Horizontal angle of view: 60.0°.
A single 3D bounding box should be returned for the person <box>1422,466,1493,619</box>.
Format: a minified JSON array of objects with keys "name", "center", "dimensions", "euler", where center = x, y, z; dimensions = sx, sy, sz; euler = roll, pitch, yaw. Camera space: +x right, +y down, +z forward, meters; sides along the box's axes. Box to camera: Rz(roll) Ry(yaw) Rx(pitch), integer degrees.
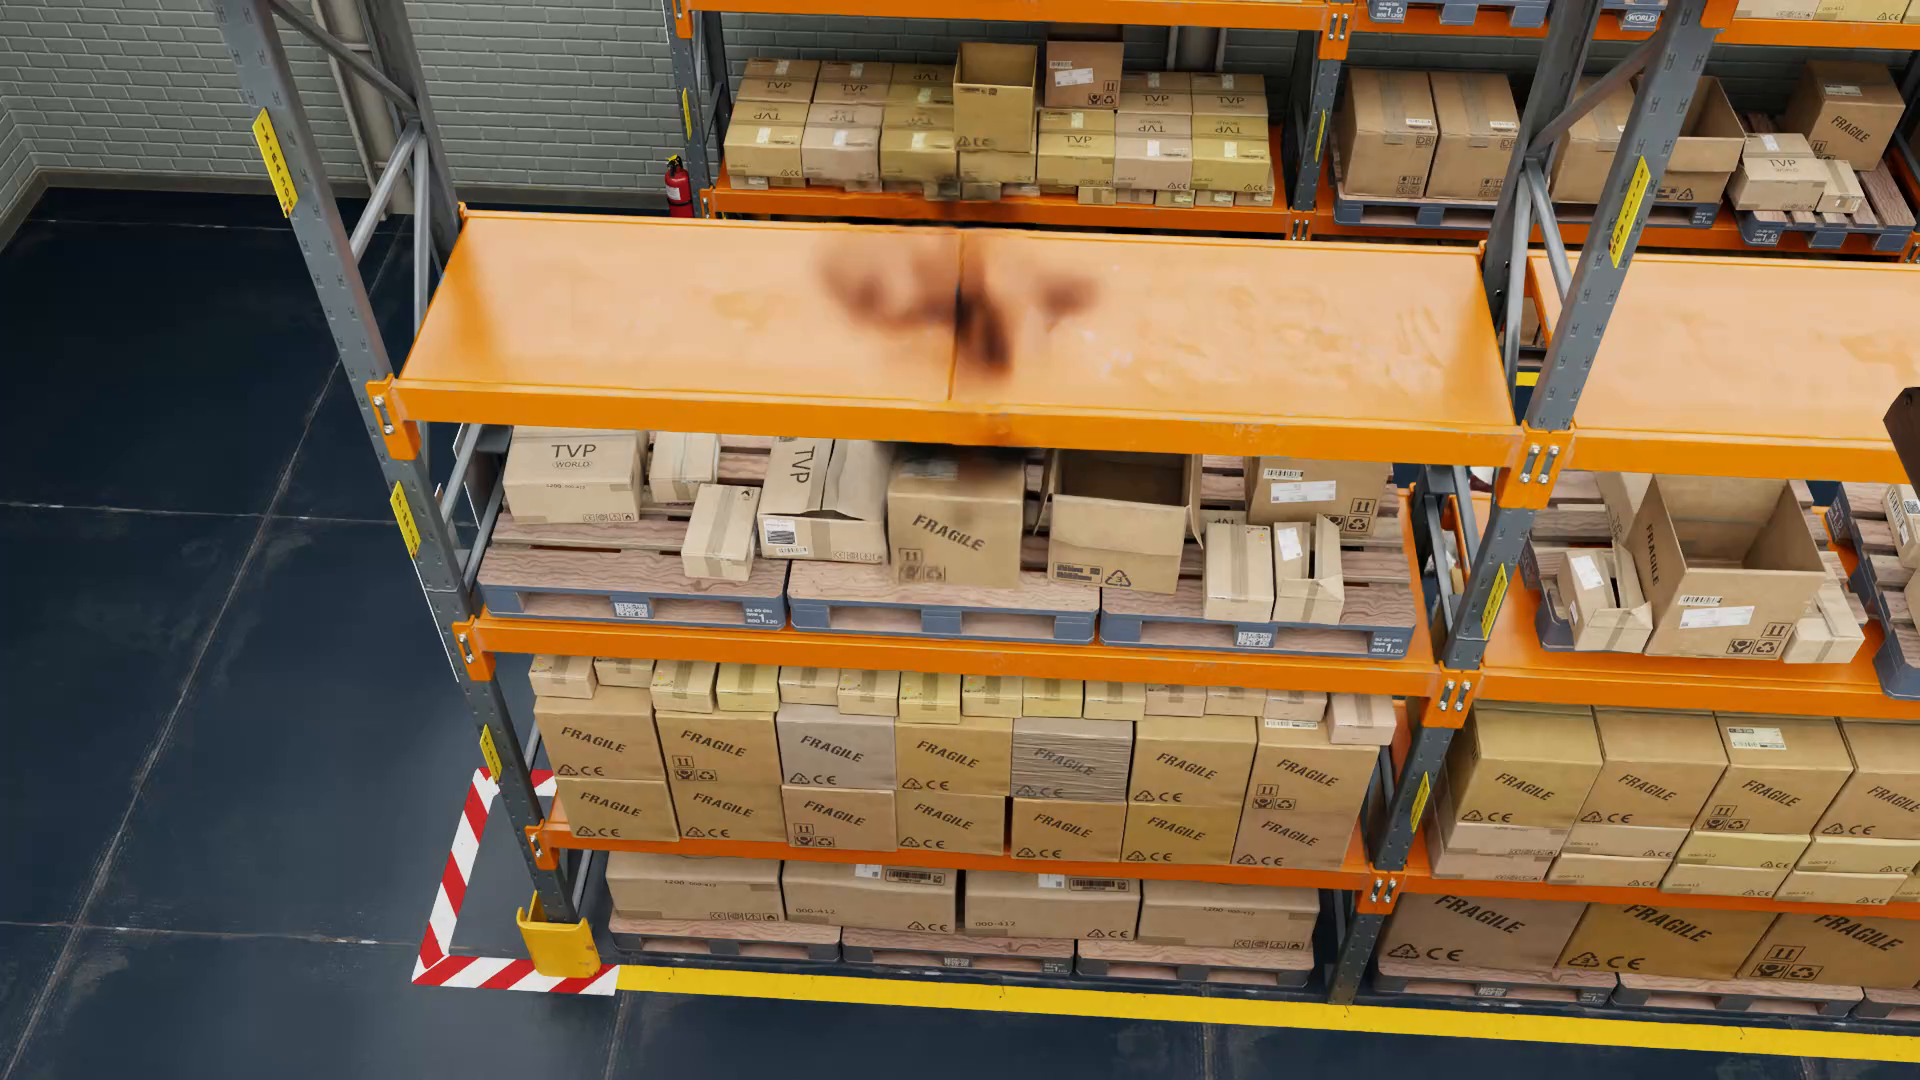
[{"name":"person","center":[2.850,0.115,9.391],"dimensions":[0.926,1.669,0.698],"euler":[0,48,0]}]
